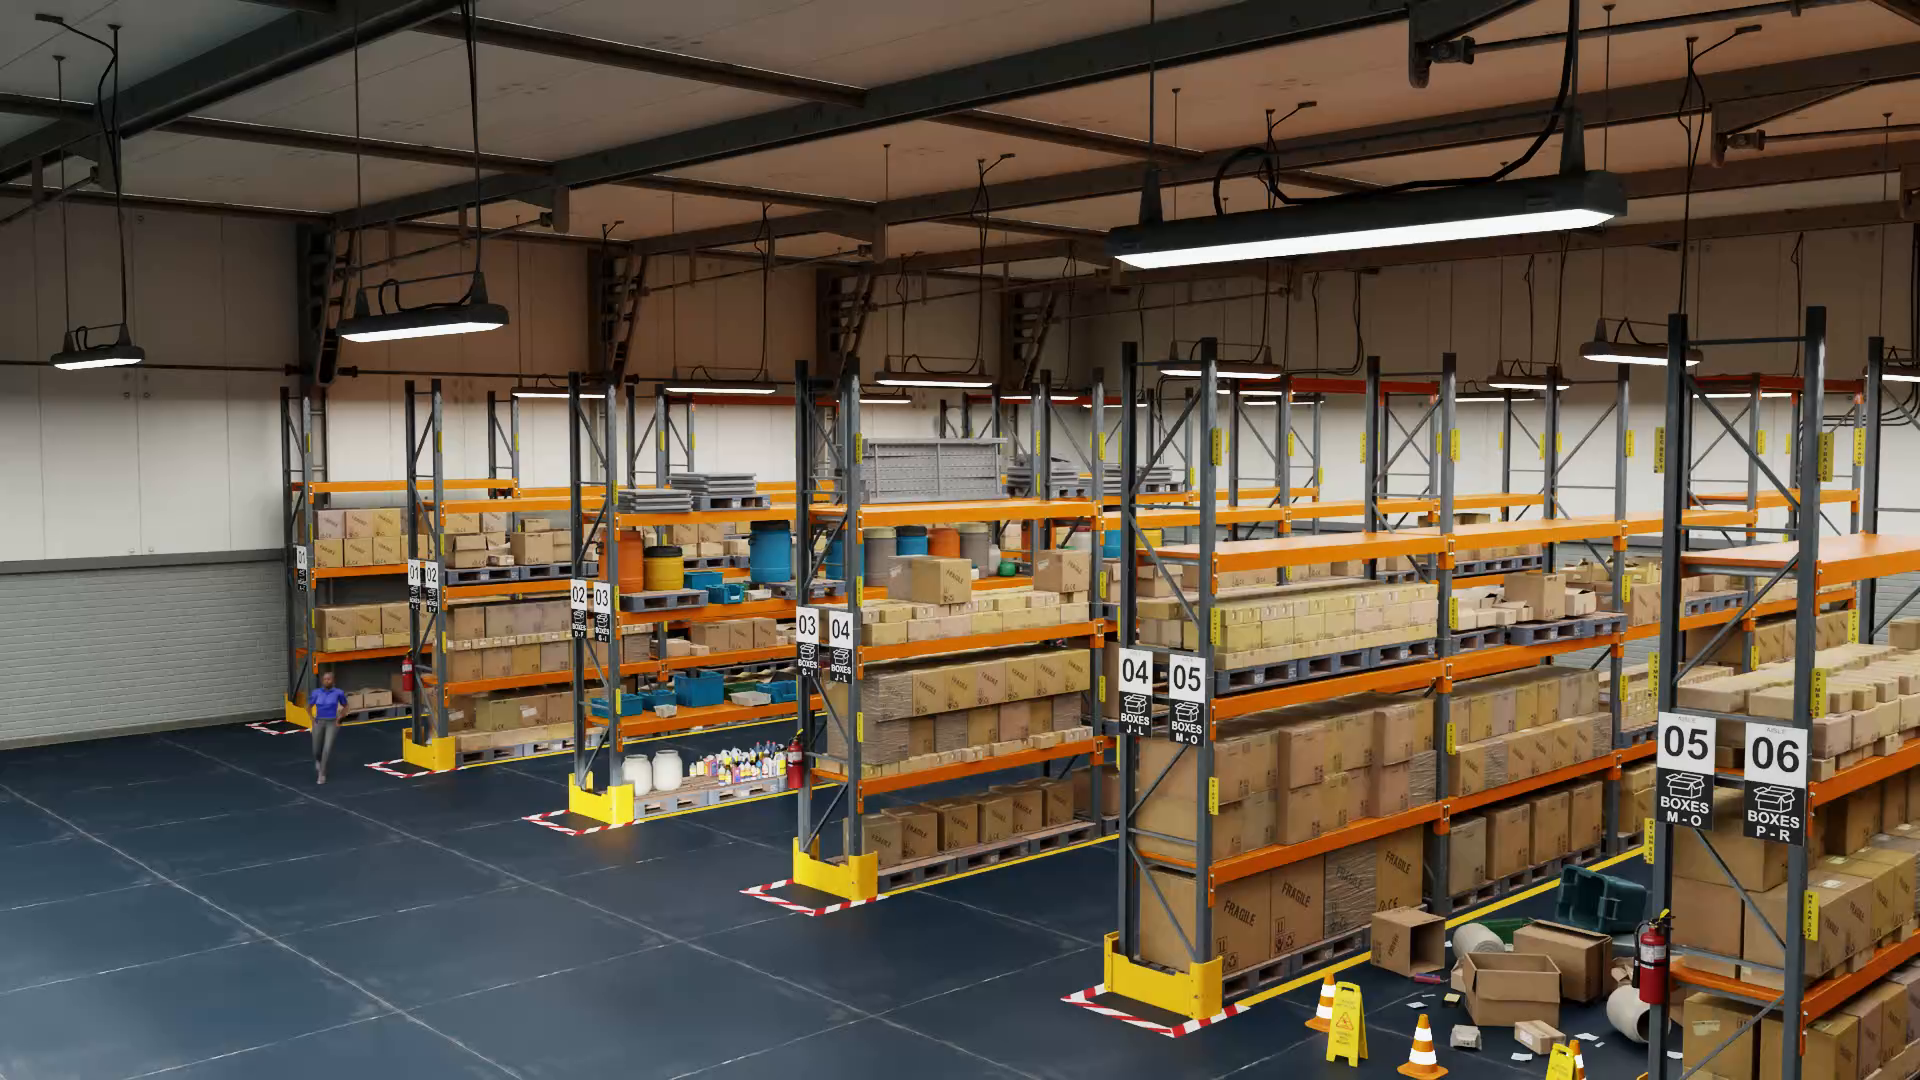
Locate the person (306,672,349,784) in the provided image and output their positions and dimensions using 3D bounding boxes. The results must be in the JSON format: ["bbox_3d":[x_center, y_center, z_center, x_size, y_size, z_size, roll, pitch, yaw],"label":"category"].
[{"bbox_3d":[-9.448,2.780,24.869,0.596,1.632,0.691,-1,4,-14],"label":"person"}]

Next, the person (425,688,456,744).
[{"bbox_3d":[-8.578,2.554,27.871,0.567,1.712,0.775,3,5,43],"label":"person"}]
